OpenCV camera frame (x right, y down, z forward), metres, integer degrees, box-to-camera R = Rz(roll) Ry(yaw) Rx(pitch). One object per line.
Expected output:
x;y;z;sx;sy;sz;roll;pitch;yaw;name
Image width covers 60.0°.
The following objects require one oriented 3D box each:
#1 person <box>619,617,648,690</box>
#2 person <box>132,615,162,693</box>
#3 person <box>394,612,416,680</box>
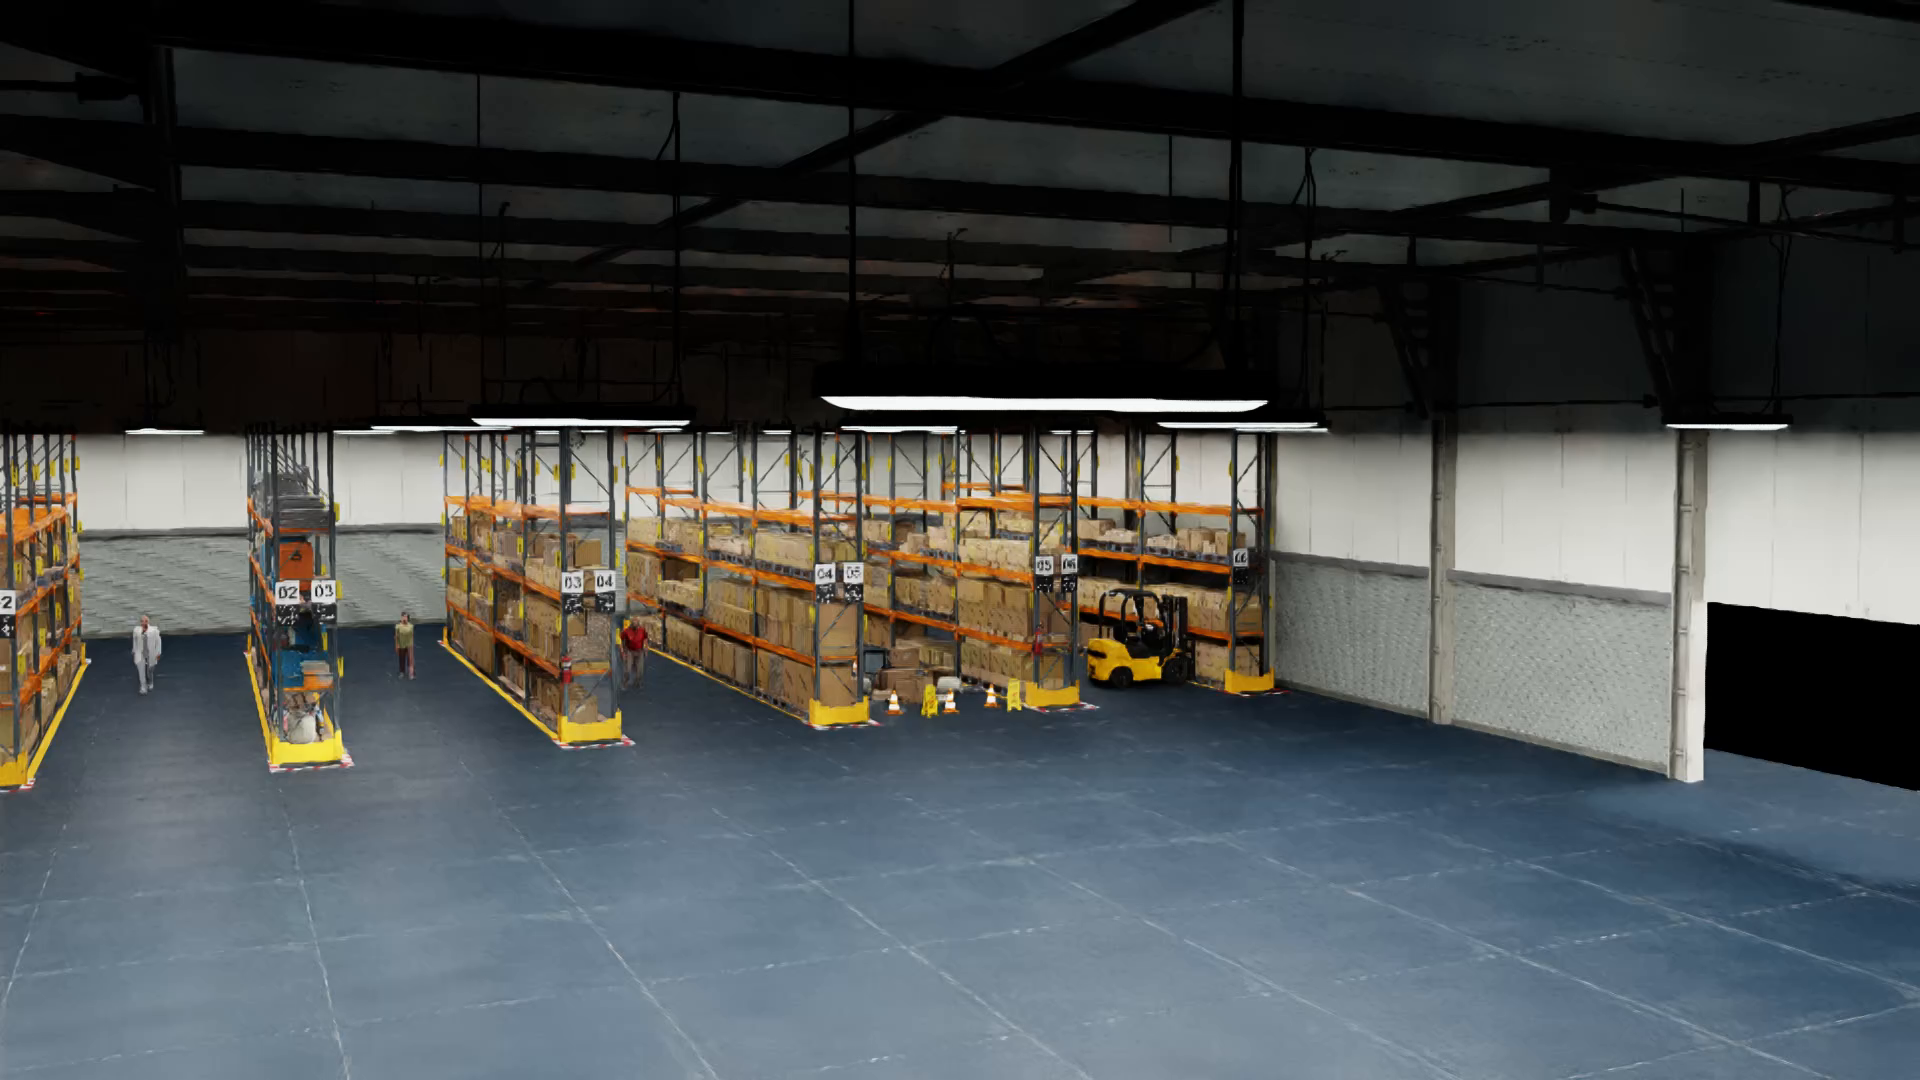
-7.348;2.551;37.423;0.682;1.676;0.535;-2;4;-26;person
-18.172;2.534;37.161;0.603;1.725;1.110;-2;4;-26;person
-13.036;2.473;39.032;0.448;1.588;1.110;-1;4;-23;person
